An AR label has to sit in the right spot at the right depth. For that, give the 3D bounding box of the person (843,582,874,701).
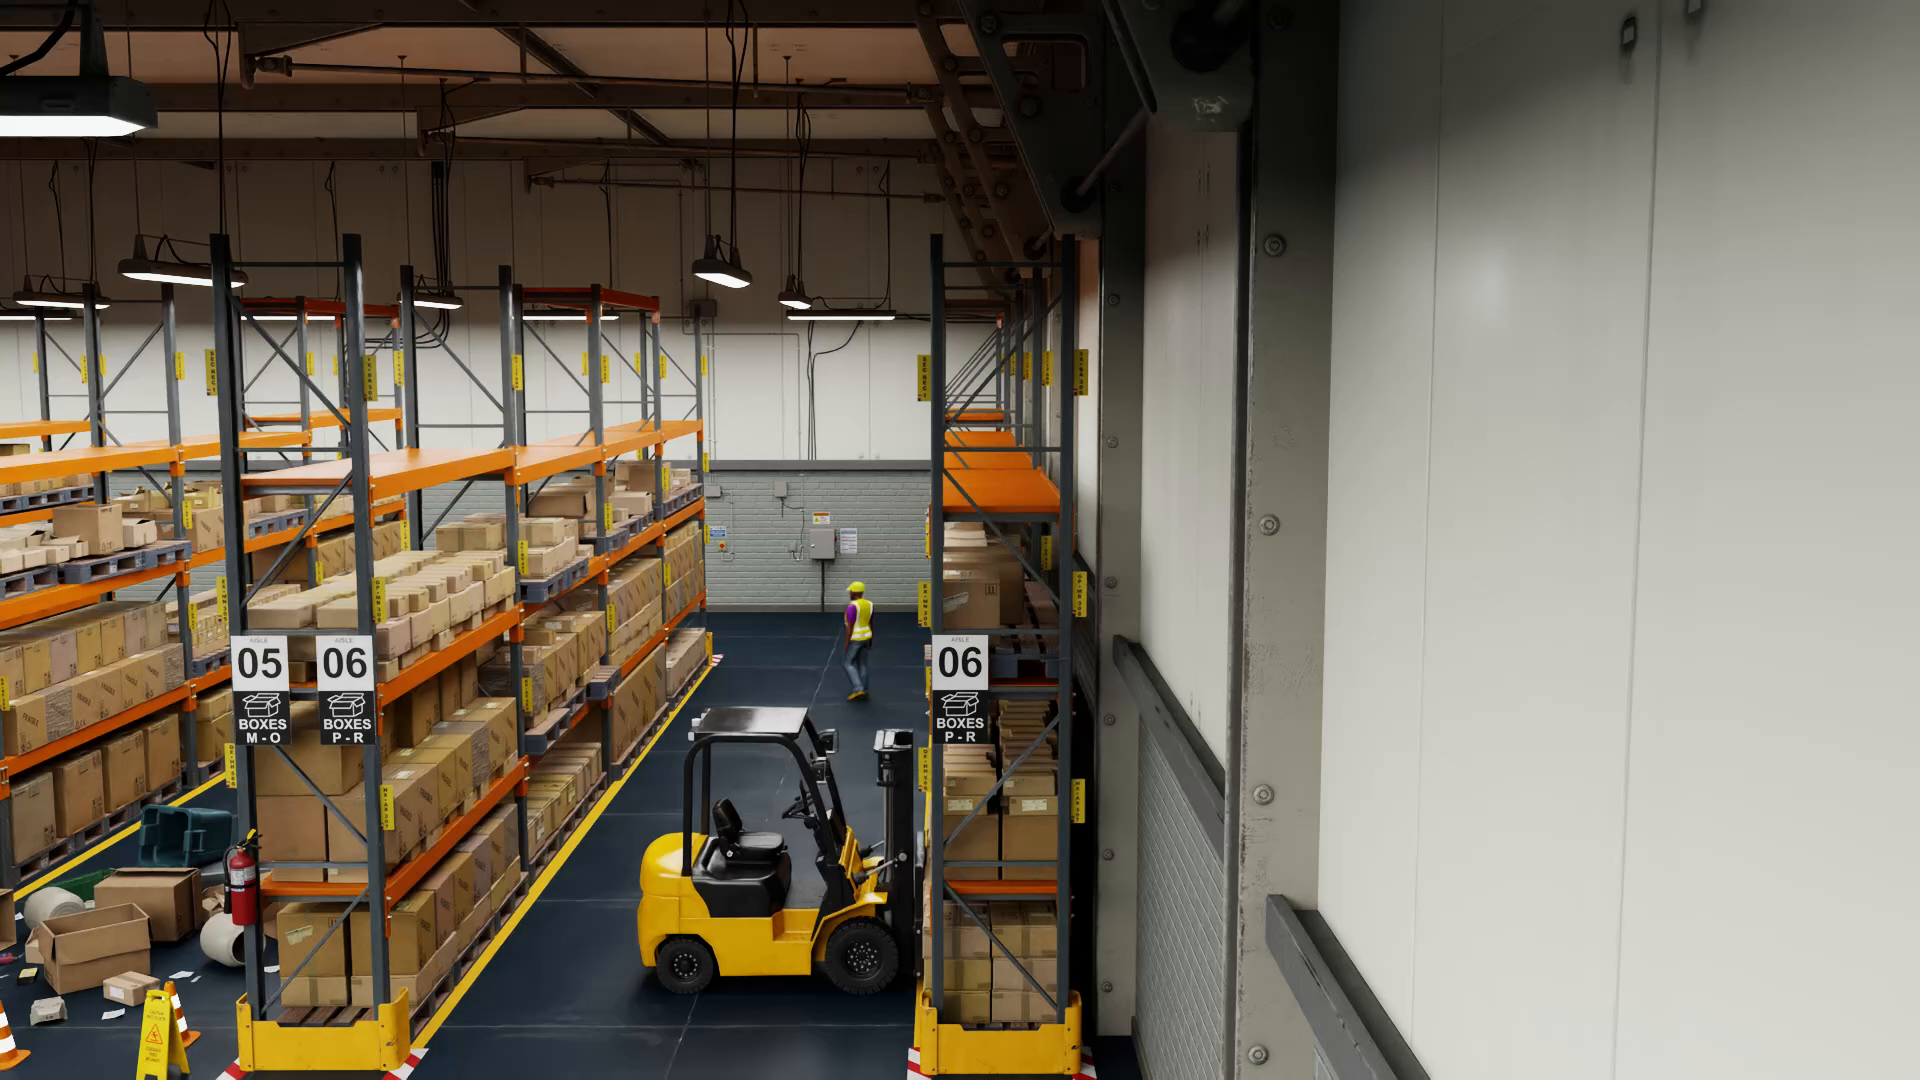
[{"bbox_3d":[-1.531,1.520,25.139,0.458,1.776,0.595,5,8,37],"label":"person"}]
